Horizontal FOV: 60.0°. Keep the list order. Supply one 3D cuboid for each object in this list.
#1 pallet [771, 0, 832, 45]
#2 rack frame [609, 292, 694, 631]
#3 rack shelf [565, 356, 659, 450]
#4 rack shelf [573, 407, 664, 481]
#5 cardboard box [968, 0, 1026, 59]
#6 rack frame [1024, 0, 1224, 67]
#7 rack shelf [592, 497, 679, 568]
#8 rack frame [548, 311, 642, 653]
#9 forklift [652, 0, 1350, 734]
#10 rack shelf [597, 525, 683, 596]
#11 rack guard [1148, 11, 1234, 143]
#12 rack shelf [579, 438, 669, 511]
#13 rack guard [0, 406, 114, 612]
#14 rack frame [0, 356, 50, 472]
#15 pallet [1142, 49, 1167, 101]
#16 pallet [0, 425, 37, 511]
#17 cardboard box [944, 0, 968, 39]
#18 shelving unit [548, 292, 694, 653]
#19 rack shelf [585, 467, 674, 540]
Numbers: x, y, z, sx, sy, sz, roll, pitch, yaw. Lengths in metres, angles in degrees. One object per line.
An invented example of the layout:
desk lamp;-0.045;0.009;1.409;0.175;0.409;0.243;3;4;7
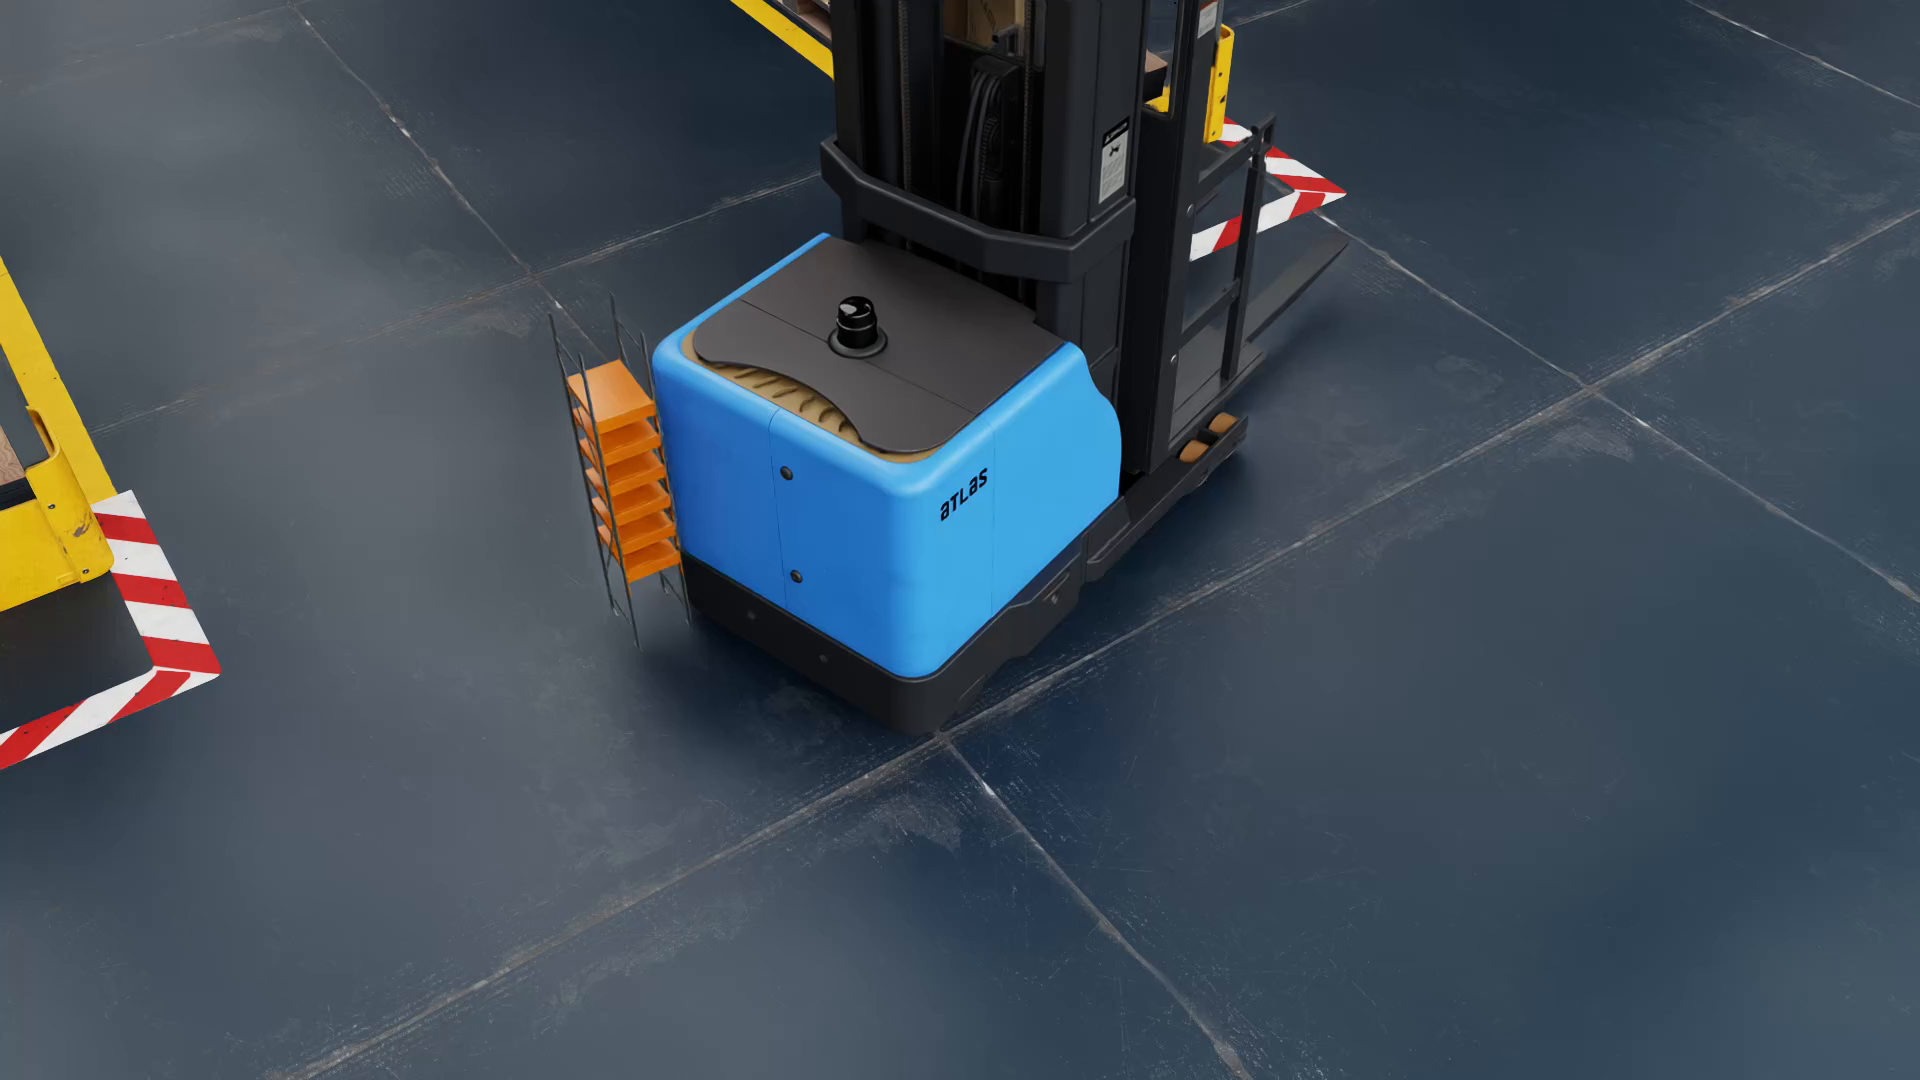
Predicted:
pallet;-0.464;-2.986;8.725;1.003;0.211;1.213;-26;49;-24
rack frame;-0.938;-0.207;5.096;0.006;1.200;0.240;-23;48;-22
rack shelf;-1.017;-0.401;4.844;0.180;0.103;0.258;-23;48;-22
rack shelf;-1.017;-0.314;4.927;0.180;0.103;0.258;-23;48;-22
cardboard box;0.366;-2.395;7.593;0.500;0.500;0.500;-17;46;-17
rack frame;0.709;-2.787;6.497;1.000;3.000;0.127;-26;49;-24
rack shelf;-1.016;-0.055;5.176;0.180;0.103;0.258;-23;48;-22
rack frame;-1.094;-0.140;5.028;0.006;1.200;0.240;-23;48;-22
forklift;0.389;-1.440;5.135;1.130;2.935;3.031;28;50;26
rack shelf;-1.015;0.032;5.259;0.180;0.103;0.258;-23;48;-22
rack guard;0.666;-1.926;7.406;1.175;0.500;0.348;-26;49;-24
rack shelf;-1.016;-0.228;5.010;0.180;0.103;0.258;-23;48;-22
rack guard;-3.435;0.049;5.337;1.175;0.500;0.348;-26;49;-24
rack frame;-3.353;-0.831;4.448;1.000;3.000;0.127;-26;49;-24
pallet;0.230;-2.296;8.002;1.003;0.211;1.213;-26;49;-24
pallet;-3.896;-0.309;5.920;1.003;0.211;1.213;-26;49;-24
cardboard box;-0.004;-2.720;7.933;0.500;0.500;0.500;-14;45;-14
shelving unit;-1.016;-0.173;5.062;0.189;1.200;0.258;-23;48;-22
rack shelf;-1.016;-0.141;5.093;0.180;0.103;0.258;-23;48;-22
